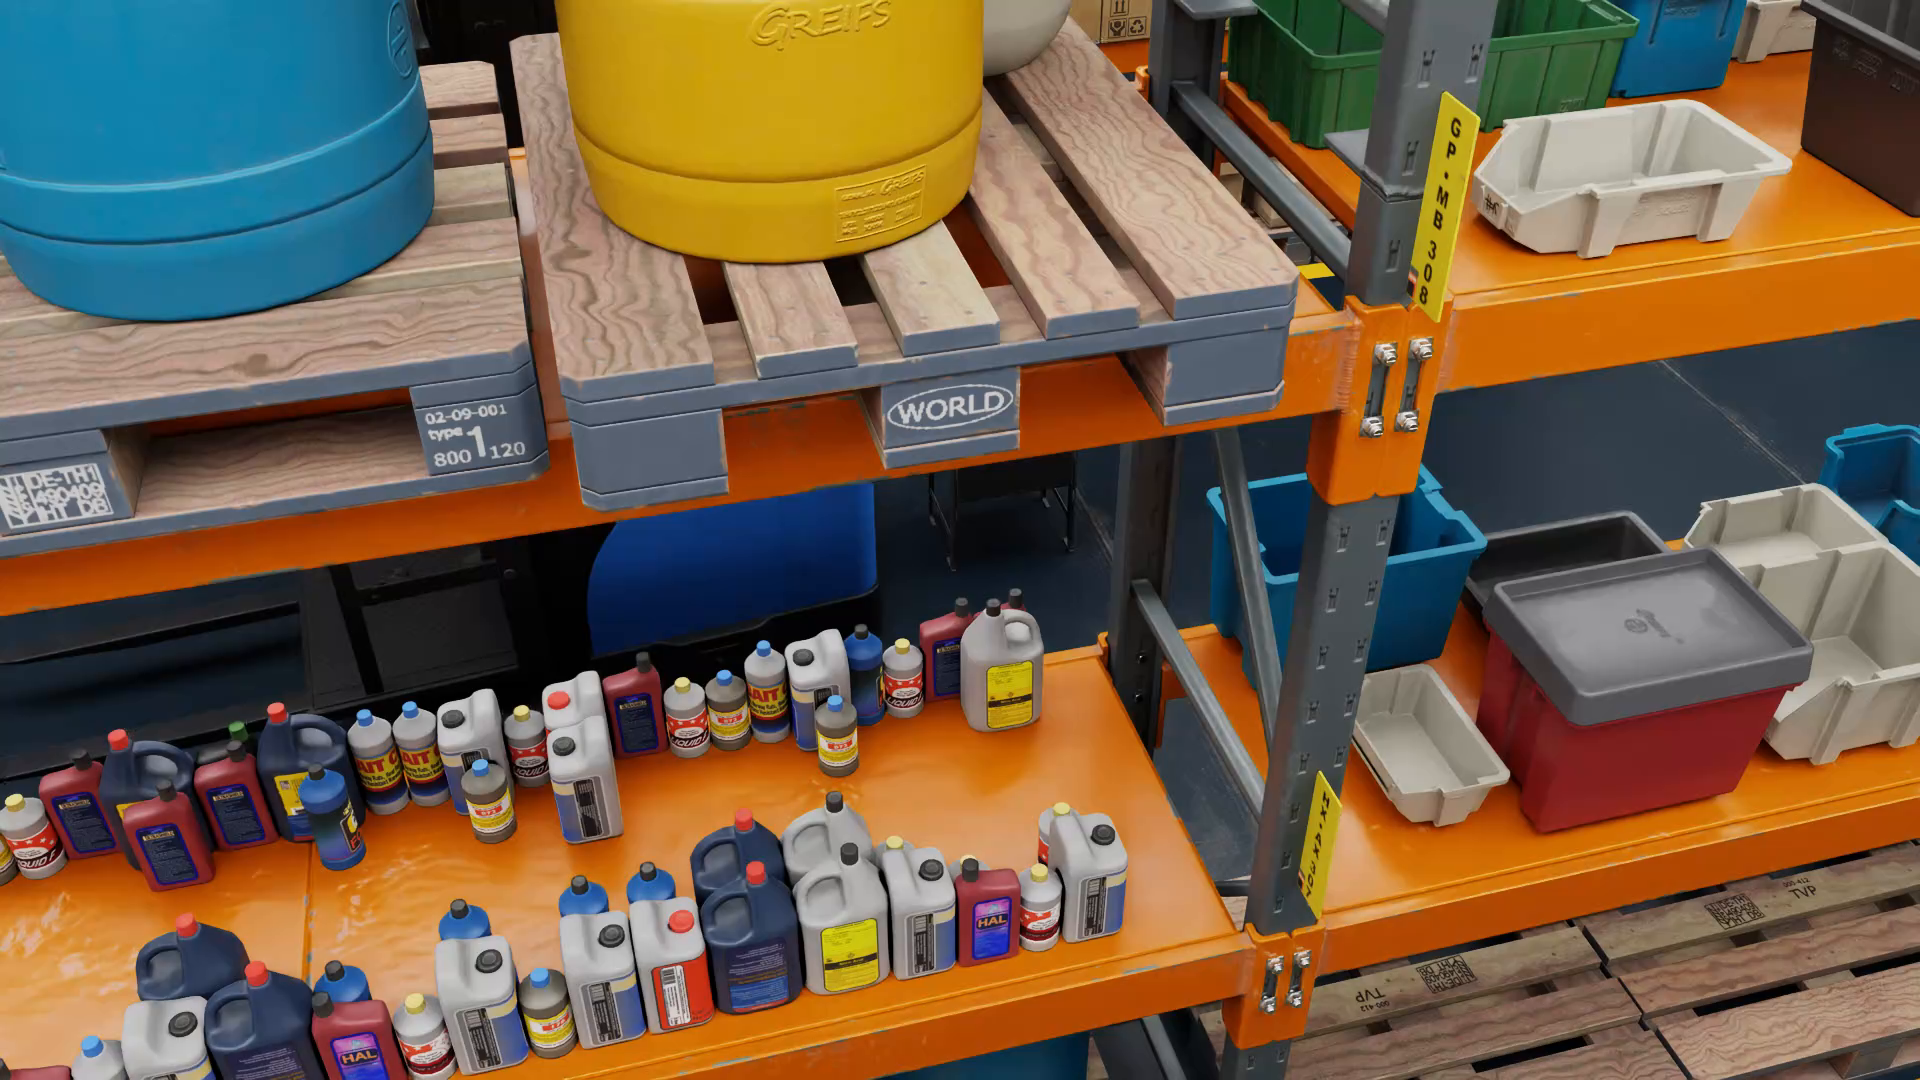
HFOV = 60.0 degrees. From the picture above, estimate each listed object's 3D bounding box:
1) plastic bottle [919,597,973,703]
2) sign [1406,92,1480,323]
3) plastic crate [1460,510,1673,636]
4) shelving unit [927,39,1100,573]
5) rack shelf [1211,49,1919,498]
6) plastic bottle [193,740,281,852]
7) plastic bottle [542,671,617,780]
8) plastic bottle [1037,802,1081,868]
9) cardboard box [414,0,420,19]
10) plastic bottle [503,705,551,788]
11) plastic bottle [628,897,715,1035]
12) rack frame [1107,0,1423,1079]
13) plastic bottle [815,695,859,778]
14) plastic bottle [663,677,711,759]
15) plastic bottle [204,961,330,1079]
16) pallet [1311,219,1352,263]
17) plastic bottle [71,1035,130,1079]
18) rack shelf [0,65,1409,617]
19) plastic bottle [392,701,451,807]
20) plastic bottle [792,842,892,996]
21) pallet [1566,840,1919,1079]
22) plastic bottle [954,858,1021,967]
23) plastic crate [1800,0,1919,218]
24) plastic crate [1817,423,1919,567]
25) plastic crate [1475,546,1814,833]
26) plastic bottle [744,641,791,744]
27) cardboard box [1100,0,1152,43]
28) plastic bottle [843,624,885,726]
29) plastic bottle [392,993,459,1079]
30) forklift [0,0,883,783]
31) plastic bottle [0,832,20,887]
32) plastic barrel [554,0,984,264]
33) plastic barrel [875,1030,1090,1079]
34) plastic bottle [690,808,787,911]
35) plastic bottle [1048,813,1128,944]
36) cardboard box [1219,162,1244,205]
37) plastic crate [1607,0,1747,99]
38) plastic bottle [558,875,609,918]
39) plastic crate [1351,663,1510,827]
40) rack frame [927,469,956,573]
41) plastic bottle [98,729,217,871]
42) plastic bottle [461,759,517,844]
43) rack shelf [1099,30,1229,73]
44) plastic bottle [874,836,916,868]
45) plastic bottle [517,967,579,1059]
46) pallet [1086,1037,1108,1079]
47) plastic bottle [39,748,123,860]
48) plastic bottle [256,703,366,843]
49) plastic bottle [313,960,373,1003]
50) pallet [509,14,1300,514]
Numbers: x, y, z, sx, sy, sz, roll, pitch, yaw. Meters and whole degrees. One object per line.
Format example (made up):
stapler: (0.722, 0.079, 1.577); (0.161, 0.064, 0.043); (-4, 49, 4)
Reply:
plastic bottle: (-0.031, 0.264, 4.032); (0.133, 0.283, 0.061); (-9, 38, -12)
sign: (0.705, -0.483, 2.437); (0.005, 0.325, 0.100); (-9, 38, -12)
plastic crate: (1.574, 0.139, 4.276); (0.590, 0.125, 0.437); (-9, 38, -12)
shelving unit: (0.160, -0.860, 6.146); (0.503, 2.100, 0.431); (-9, 38, -12)
rack shelf: (2.494, -0.834, 3.494); (4.000, 0.370, 1.077); (-9, 38, -12)
plastic bottle: (-1.592, 0.559, 3.647); (0.133, 0.283, 0.061); (-9, 38, -12)
plastic bottle: (-0.877, 0.435, 3.815); (0.135, 0.276, 0.152); (-9, 38, -12)
plastic bottle: (0.217, 0.650, 3.596); (0.097, 0.201, 0.097); (0, 37, 0)
cardboard box: (-2.414, -2.408, 7.001); (0.500, 0.500, 0.700); (-19, 41, -23)
plastic bottle: (-0.996, 0.467, 3.835); (0.097, 0.201, 0.097); (0, 37, 0)
plastic bottle: (-0.572, 0.828, 3.301); (0.135, 0.276, 0.152); (-9, 38, -12)
rack frame: (0.563, 0.389, 3.773); (0.127, 3.000, 1.000); (-9, 38, -12)
plastic bottle: (-0.286, 0.446, 3.862); (0.097, 0.201, 0.097); (0, 37, 0)
plastic bottle: (-0.643, 0.409, 3.910); (0.097, 0.201, 0.097); (0, 37, 0)
plastic bottle: (-1.302, 0.920, 3.118); (0.185, 0.351, 0.144); (-9, 38, -12)
pallet: (2.294, -1.904, 9.066); (1.213, 0.211, 1.003); (-9, 38, -12)
plastic bottle: (-1.562, 1.009, 3.068); (0.097, 0.271, 0.097); (0, 37, 0)
rack shelf: (-1.367, -0.200, 2.666); (4.000, 0.370, 1.077); (-9, 38, -12)
plastic bottle: (-1.220, 0.476, 3.765); (0.097, 0.271, 0.097); (0, 37, 0)
plastic bottle: (-0.239, 0.746, 3.347); (0.185, 0.351, 0.144); (-9, 38, -12)
pallet: (2.443, 1.162, 5.058); (1.213, 0.211, 1.003); (-9, 38, -12)
plastic bottle: (0.056, 0.751, 3.396); (0.133, 0.283, 0.061); (-9, 38, -12)
plastic crate: (1.834, -0.787, 2.948); (0.590, 0.269, 0.497); (-9, 38, -12)
plastic crate: (2.540, -0.100, 4.500); (0.300, 0.233, 0.416); (-9, 38, -12)
plastic crate: (1.491, 0.345, 3.728); (0.583, 0.464, 0.402); (-9, 38, -12)
plastic bottle: (-0.455, 0.350, 3.929); (0.097, 0.271, 0.097); (0, 37, 0)
cardboard box: (0.816, -2.639, 7.648); (0.500, 0.500, 0.500); (-10, 38, -12)
plastic bottle: (-0.231, 0.313, 3.977); (0.097, 0.271, 0.097); (0, 37, 0)
plastic bottle: (-1.031, 0.950, 3.203); (0.097, 0.201, 0.097); (0, 37, 0)
forklift: (-1.860, -0.717, 5.274); (3.031, 2.935, 1.130); (-13, 39, -16)
plastic bottle: (-2.116, 0.650, 3.594); (0.097, 0.201, 0.097); (0, 37, 0)
plastic barrel: (-0.265, -0.780, 2.332); (0.600, 0.588, 0.600); (0, 37, 0)
plastic barrel: (0.034, 1.132, 4.183); (0.708, 0.901, 0.600); (-9, 38, -12)
plastic bottle: (-0.455, 0.691, 3.419); (0.185, 0.351, 0.144); (-9, 38, -12)
plastic bottle: (0.267, 0.690, 3.481); (0.135, 0.276, 0.152); (-9, 38, -12)
cardboard box: (1.088, -2.001, 8.590); (0.637, 0.503, 0.797); (-9, 38, -12)
plastic crate: (1.359, -1.068, 3.346); (0.300, 0.233, 0.416); (-9, 38, -12)
plastic bottle: (-0.753, 0.781, 3.366); (0.097, 0.271, 0.097); (0, 37, 0)
plastic crate: (1.050, 0.480, 3.822); (0.243, 0.136, 0.396); (-9, 38, -12)
rack frame: (-0.076, -0.822, 6.096); (0.015, 2.100, 0.400); (-9, 38, -12)
plastic bottle: (-1.751, 0.546, 3.608); (0.185, 0.351, 0.144); (-9, 38, -12)
plastic bottle: (-1.050, 0.571, 3.698); (0.097, 0.201, 0.097); (0, 37, 0)
rack shelf: (1.206, -2.548, 8.205); (4.000, 0.370, 1.077); (-9, 38, -12)
plastic bottle: (-0.136, 0.707, 3.520); (0.097, 0.201, 0.097); (0, 37, 0)
plastic bottle: (-0.807, 0.913, 3.251); (0.097, 0.201, 0.097); (0, 37, 0)
pallet: (-0.192, 1.594, 4.492); (1.213, 0.211, 1.003); (-9, 38, -12)
plastic bottle: (-1.916, 0.573, 3.628); (0.133, 0.283, 0.061); (-9, 38, -12)
plastic bottle: (-1.444, 0.496, 3.674); (0.185, 0.351, 0.144); (-9, 38, -12)
plastic bottle: (-1.176, 0.908, 3.201); (0.097, 0.271, 0.097); (0, 37, 0)
pallet: (-0.168, -0.546, 2.682); (1.003, 0.211, 1.213); (-9, 38, -12)
